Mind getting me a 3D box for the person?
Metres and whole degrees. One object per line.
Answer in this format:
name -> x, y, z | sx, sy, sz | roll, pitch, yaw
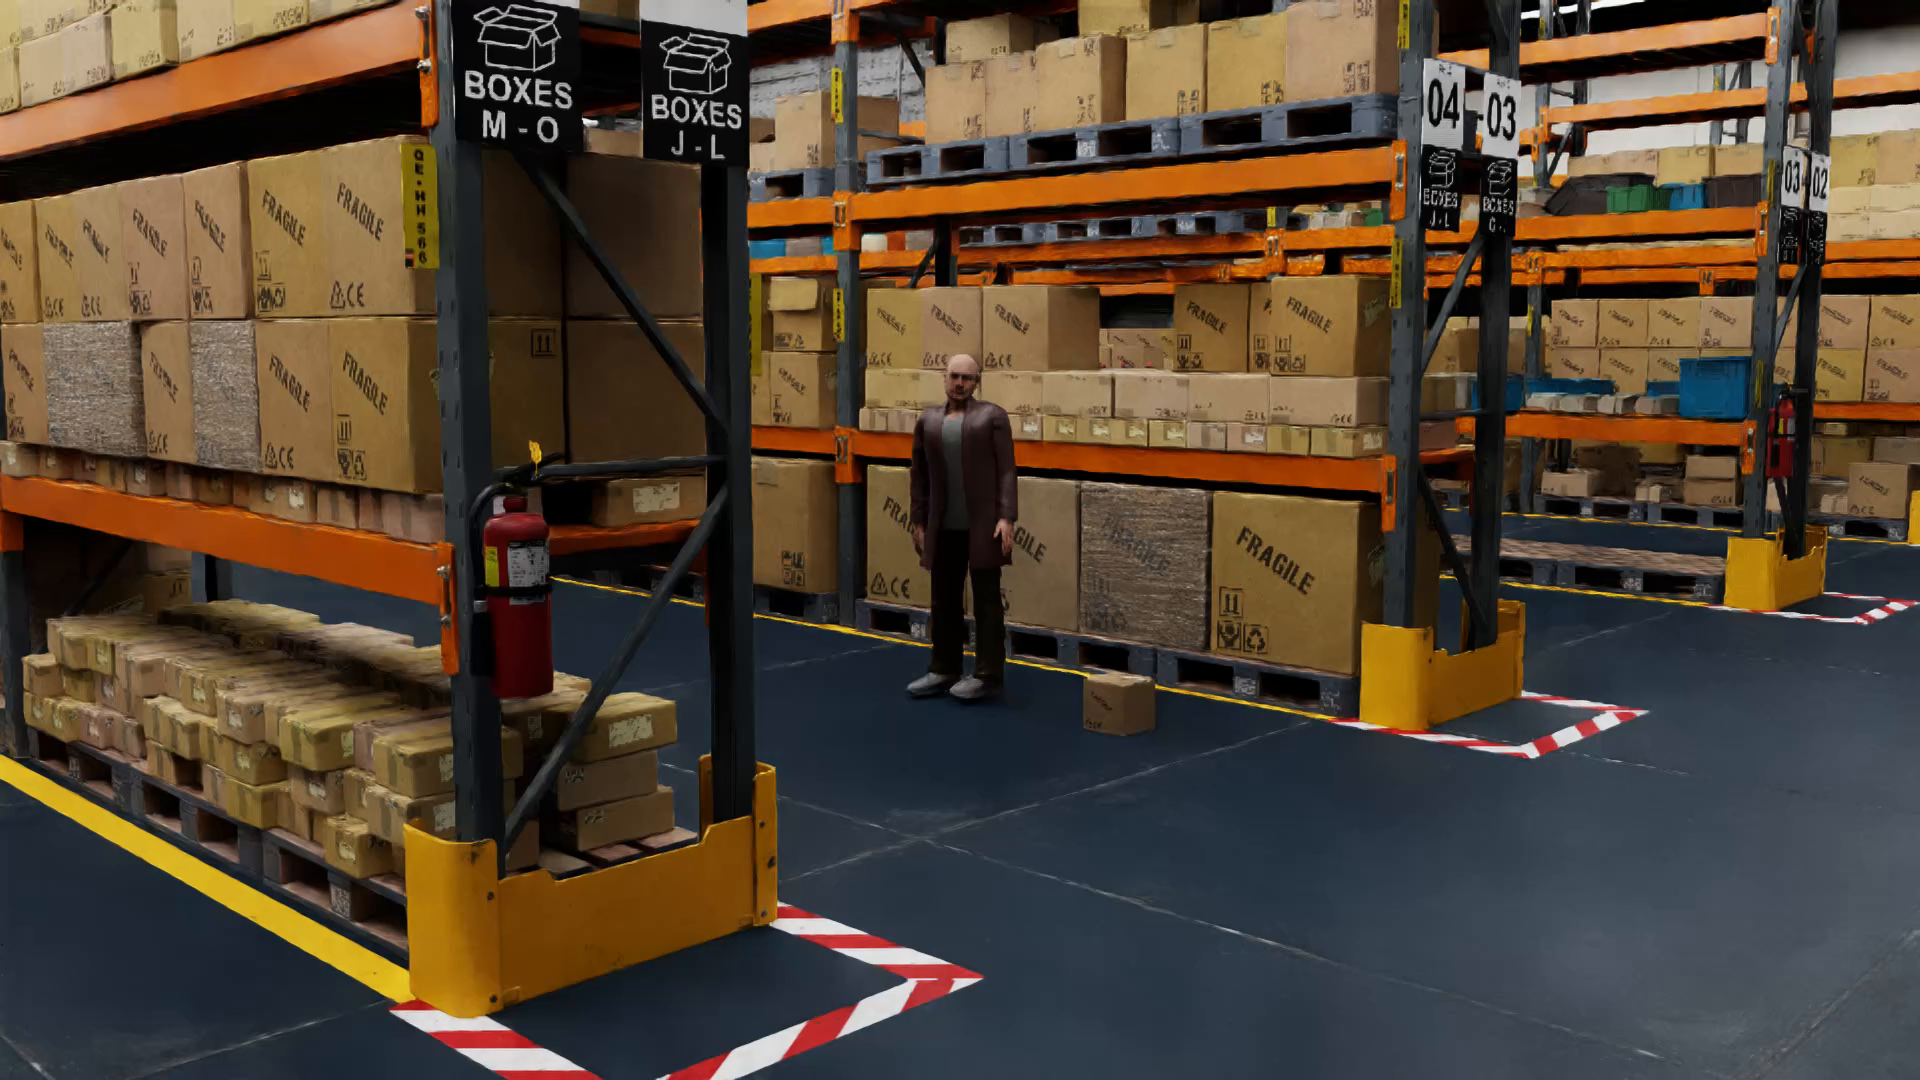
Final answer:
person -> 0.005, -0.069, 8.664 | 0.634, 1.789, 0.413 | 3, 7, 23
